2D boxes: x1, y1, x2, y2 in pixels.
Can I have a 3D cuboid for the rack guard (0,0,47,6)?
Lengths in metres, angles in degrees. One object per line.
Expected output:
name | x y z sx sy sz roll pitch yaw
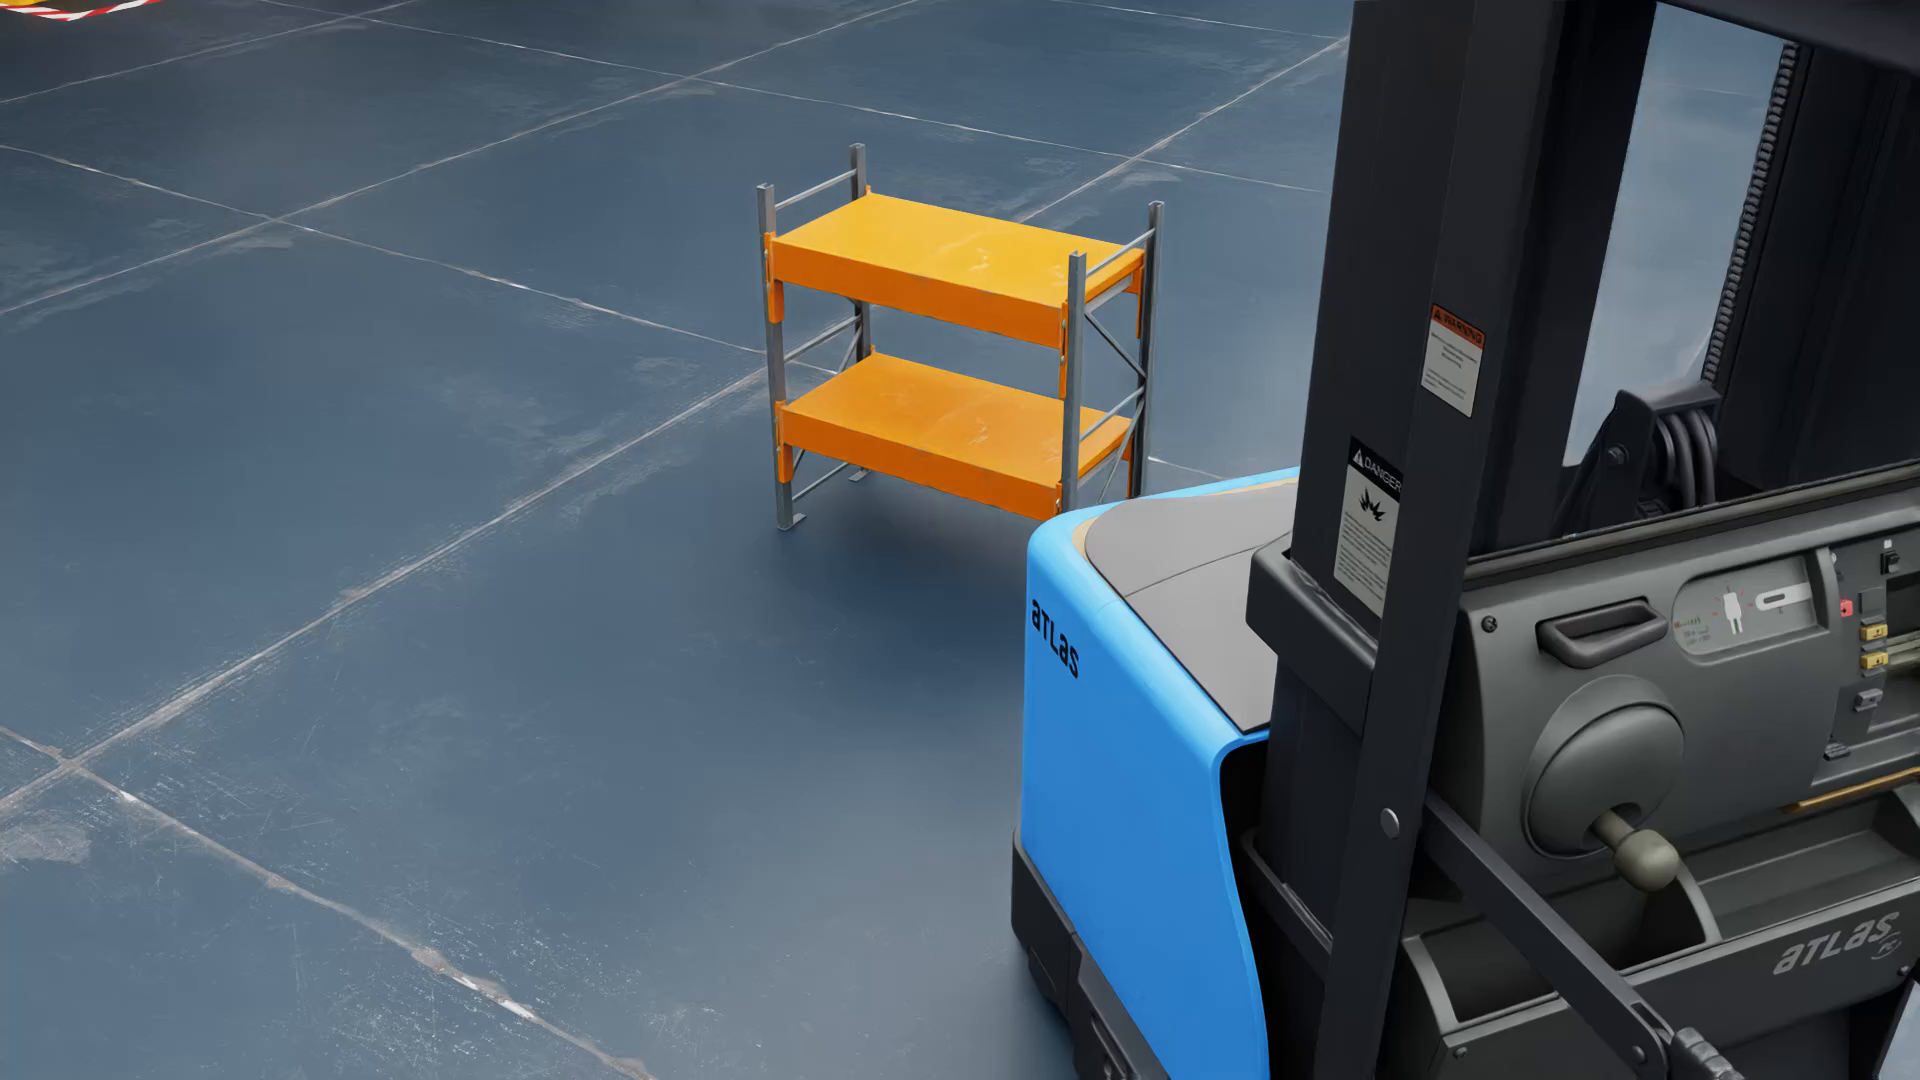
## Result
rack guard | -6.438 -4.251 12.040 0.348 0.500 1.175 18 35 27

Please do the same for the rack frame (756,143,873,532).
rack frame | -0.436 -0.624 5.203 0.032 1.125 0.500 18 35 27

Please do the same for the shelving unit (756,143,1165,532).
shelving unit | -0.006 -0.488 4.970 1.048 1.125 0.538 18 35 27

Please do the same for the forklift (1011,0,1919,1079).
forklift | 1.122 0.220 1.964 1.130 2.935 3.031 -11 32 -18

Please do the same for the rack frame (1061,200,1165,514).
rack frame | 0.425 -0.351 4.736 0.032 1.125 0.500 18 35 27

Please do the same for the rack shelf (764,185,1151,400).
rack shelf | -0.006 -0.740 4.822 1.000 0.278 0.538 18 35 27

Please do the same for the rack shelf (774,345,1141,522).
rack shelf | -0.006 -0.276 5.093 1.000 0.278 0.538 18 35 27
